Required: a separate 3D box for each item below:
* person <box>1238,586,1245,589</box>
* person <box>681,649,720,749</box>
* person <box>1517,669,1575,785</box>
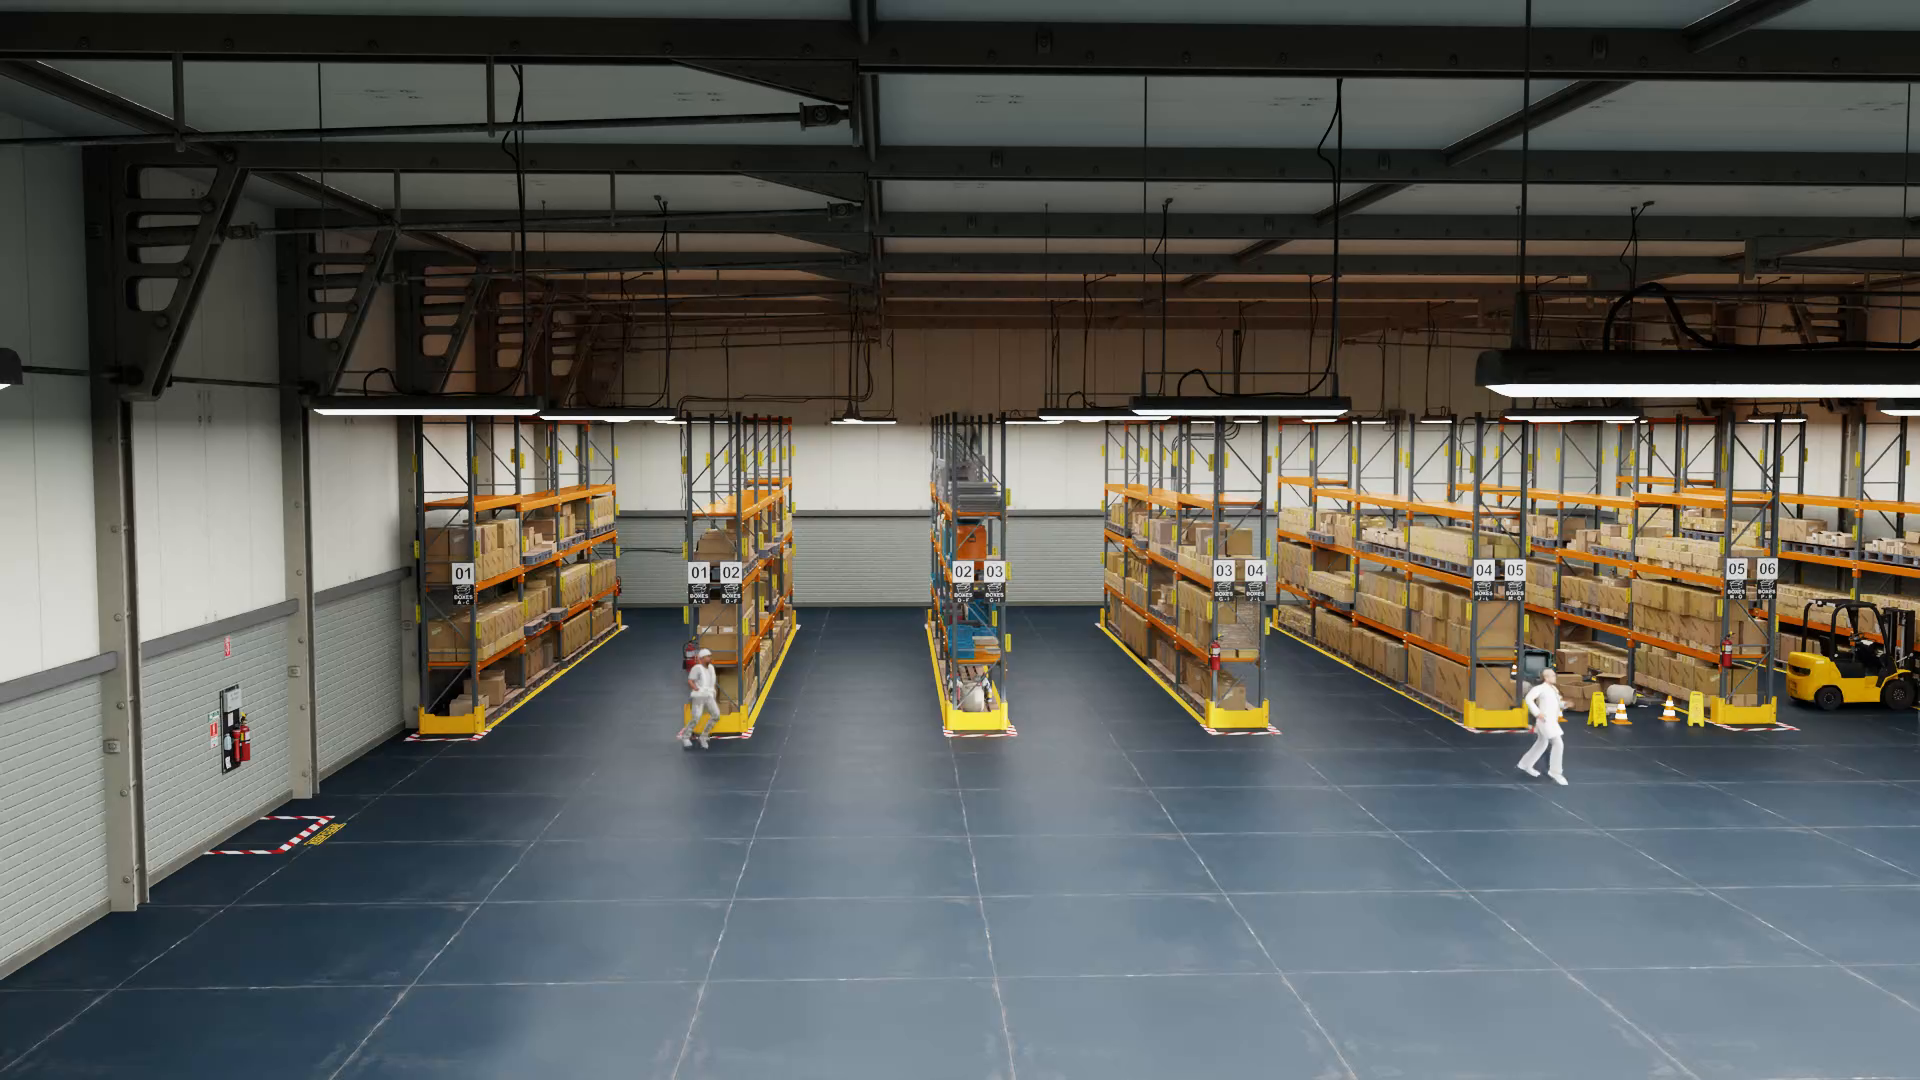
[{"bbox_3d":[7.773,1.613,47.728,0.761,1.788,0.742,3,5,42],"label":"person"},{"bbox_3d":[-4.582,2.832,29.739,0.631,1.769,0.744,3,5,35],"label":"person"},{"bbox_3d":[9.471,3.006,26.903,0.881,1.850,0.688,2,5,32],"label":"person"}]
